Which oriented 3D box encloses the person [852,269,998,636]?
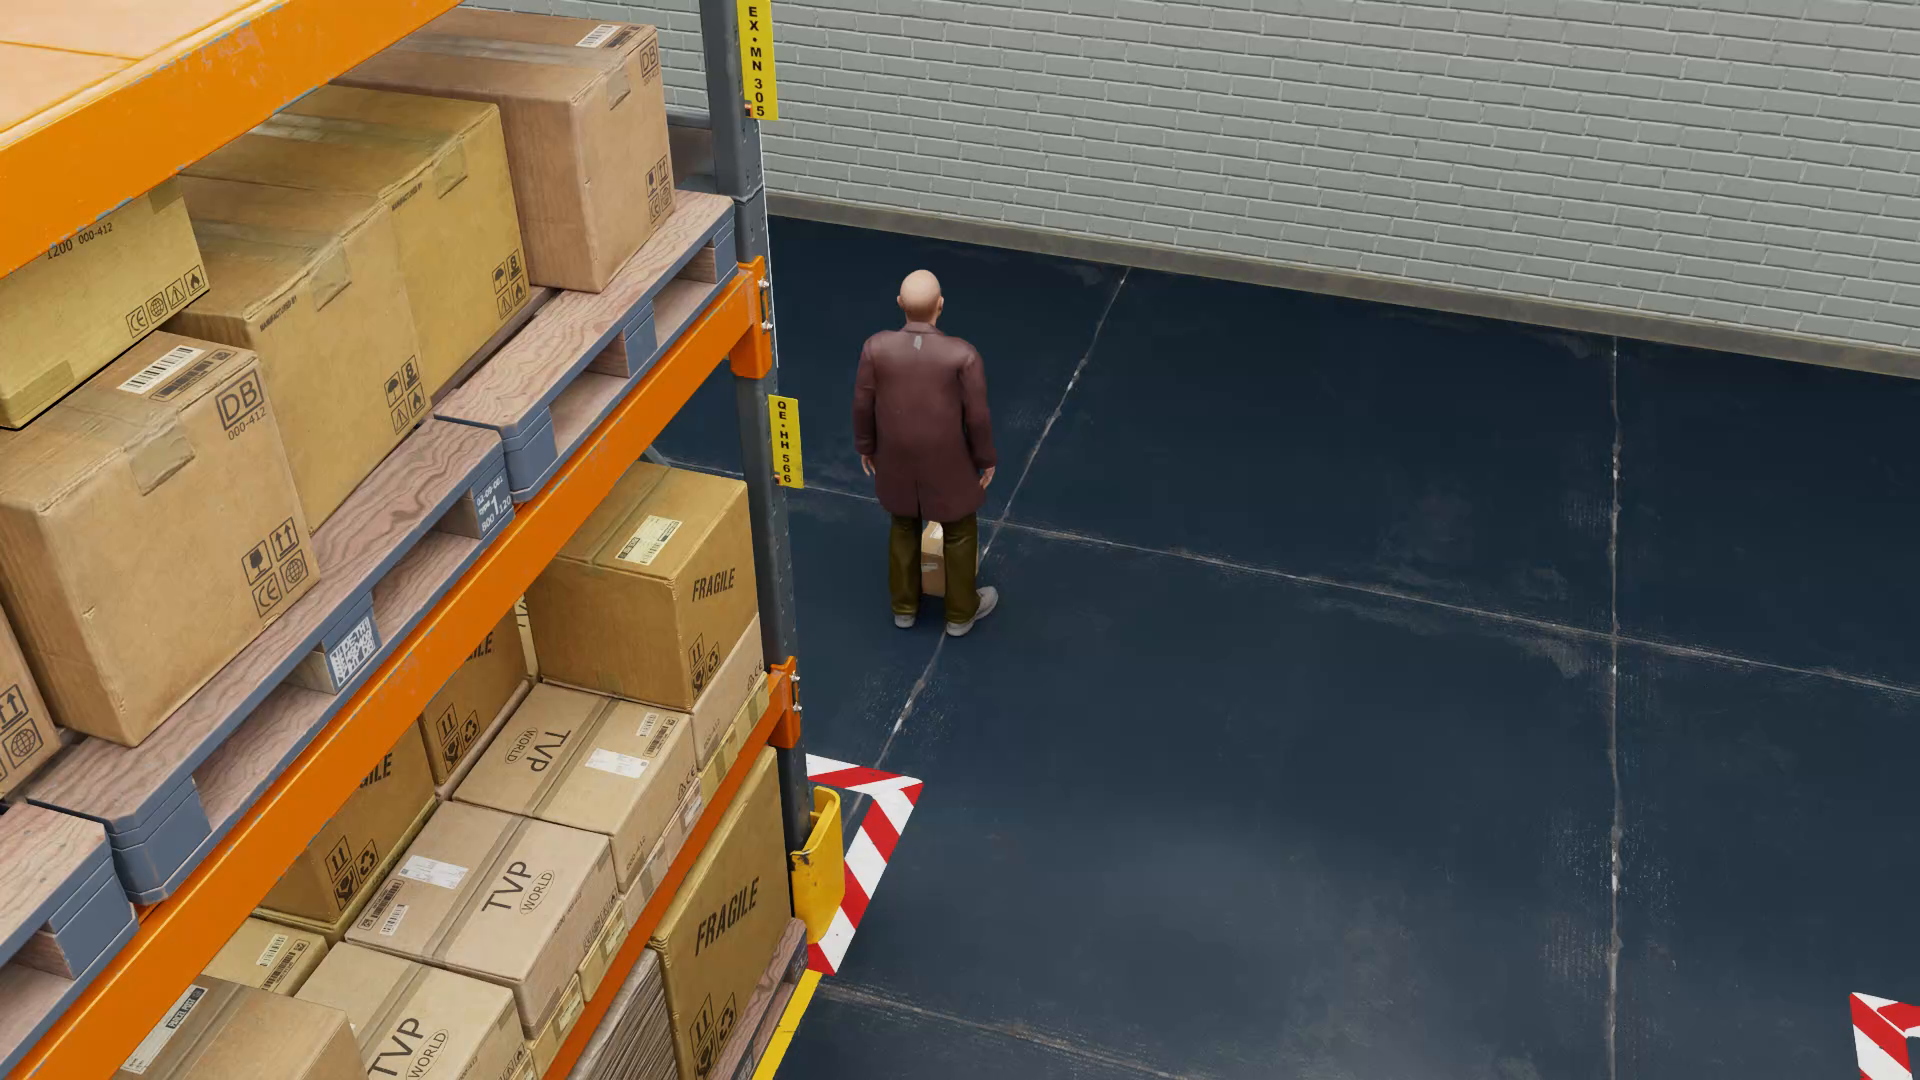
[{"bbox_3d":[-0.154,-0.370,7.405,0.653,1.773,0.423,9,37,11],"label":"person"}]
